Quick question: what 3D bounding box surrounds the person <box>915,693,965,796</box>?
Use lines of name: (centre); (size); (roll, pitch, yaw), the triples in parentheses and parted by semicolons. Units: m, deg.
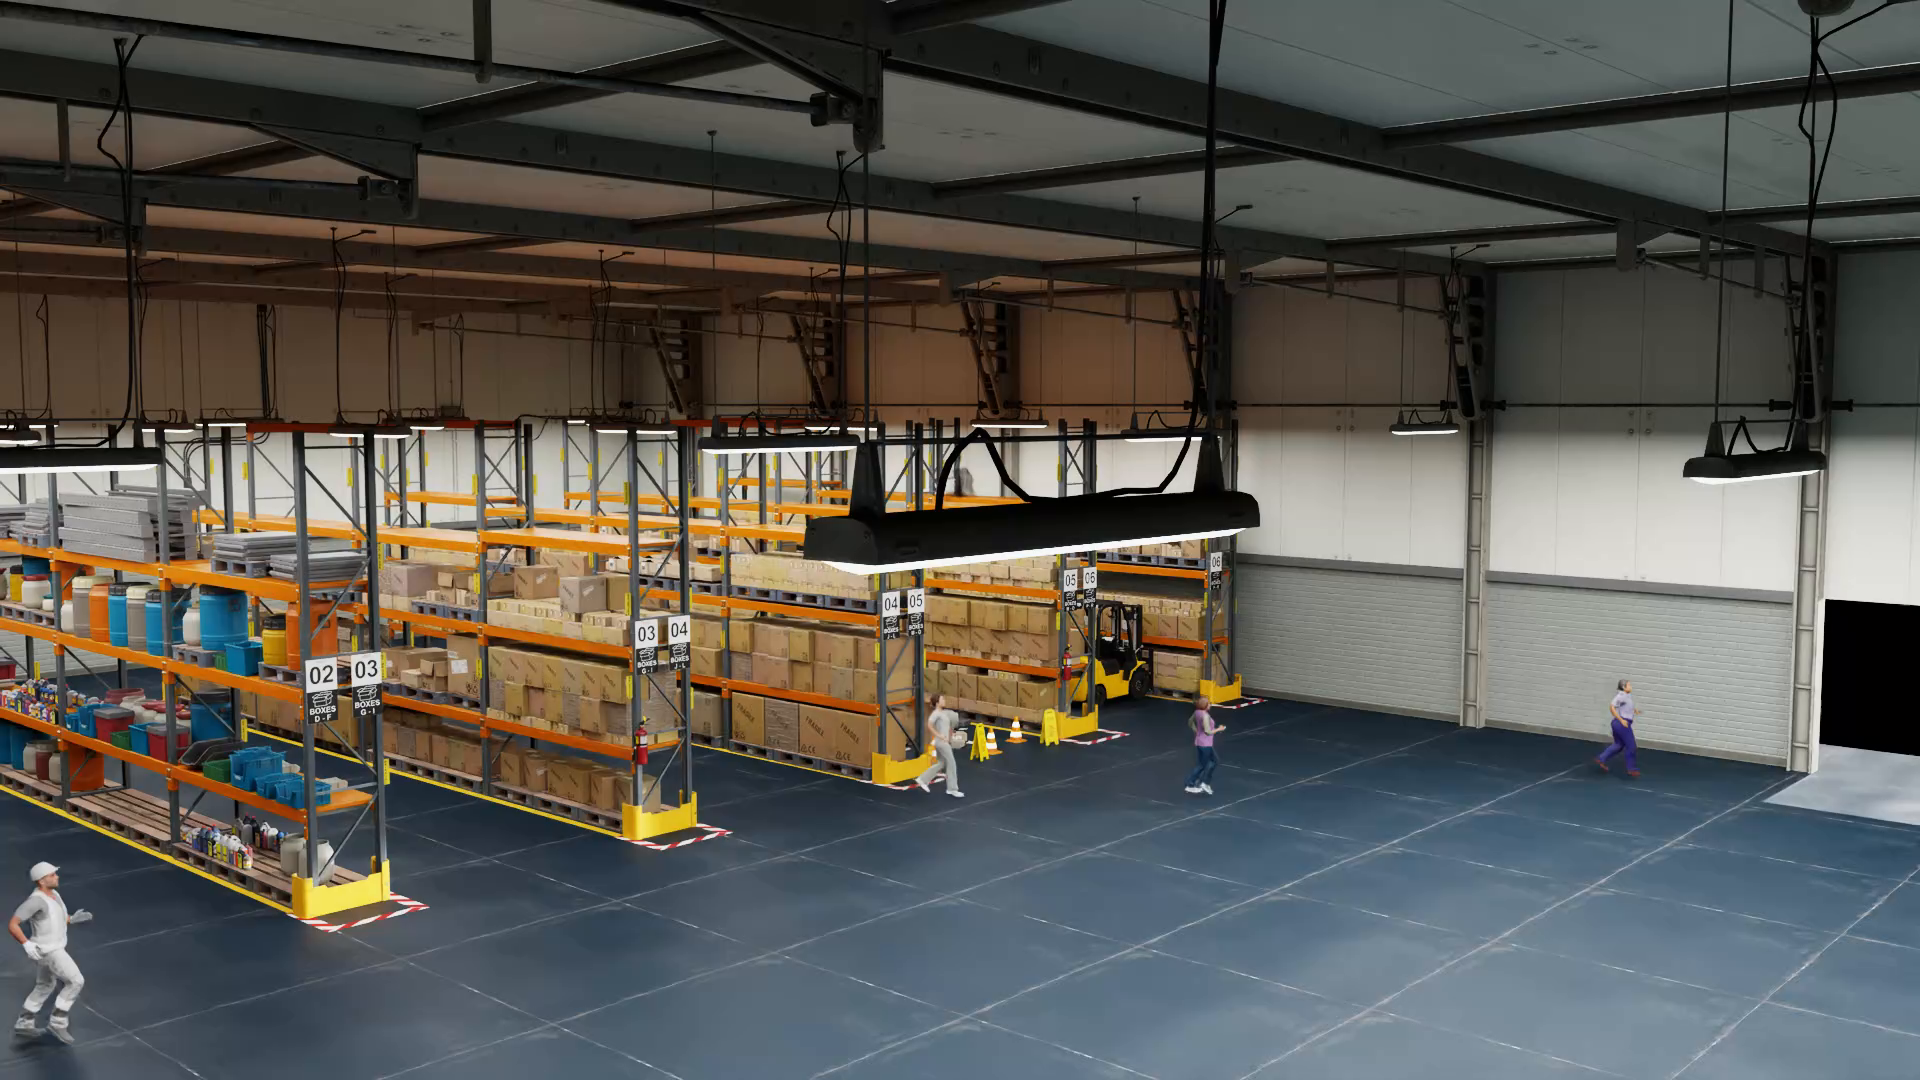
person: (-0.327, 3.318, 26.915); (0.802, 1.685, 0.628); (0, 5, -3)

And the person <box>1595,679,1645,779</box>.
person: (11.270, 3.197, 28.325); (0.793, 1.671, 0.602); (2, 5, 20)

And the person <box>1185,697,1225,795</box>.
person: (3.961, 3.338, 26.884); (0.650, 1.625, 0.513); (0, 5, 0)

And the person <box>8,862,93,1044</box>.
person: (-9.006, 4.091, 16.484); (0.742, 1.820, 0.648); (-2, 5, -19)
